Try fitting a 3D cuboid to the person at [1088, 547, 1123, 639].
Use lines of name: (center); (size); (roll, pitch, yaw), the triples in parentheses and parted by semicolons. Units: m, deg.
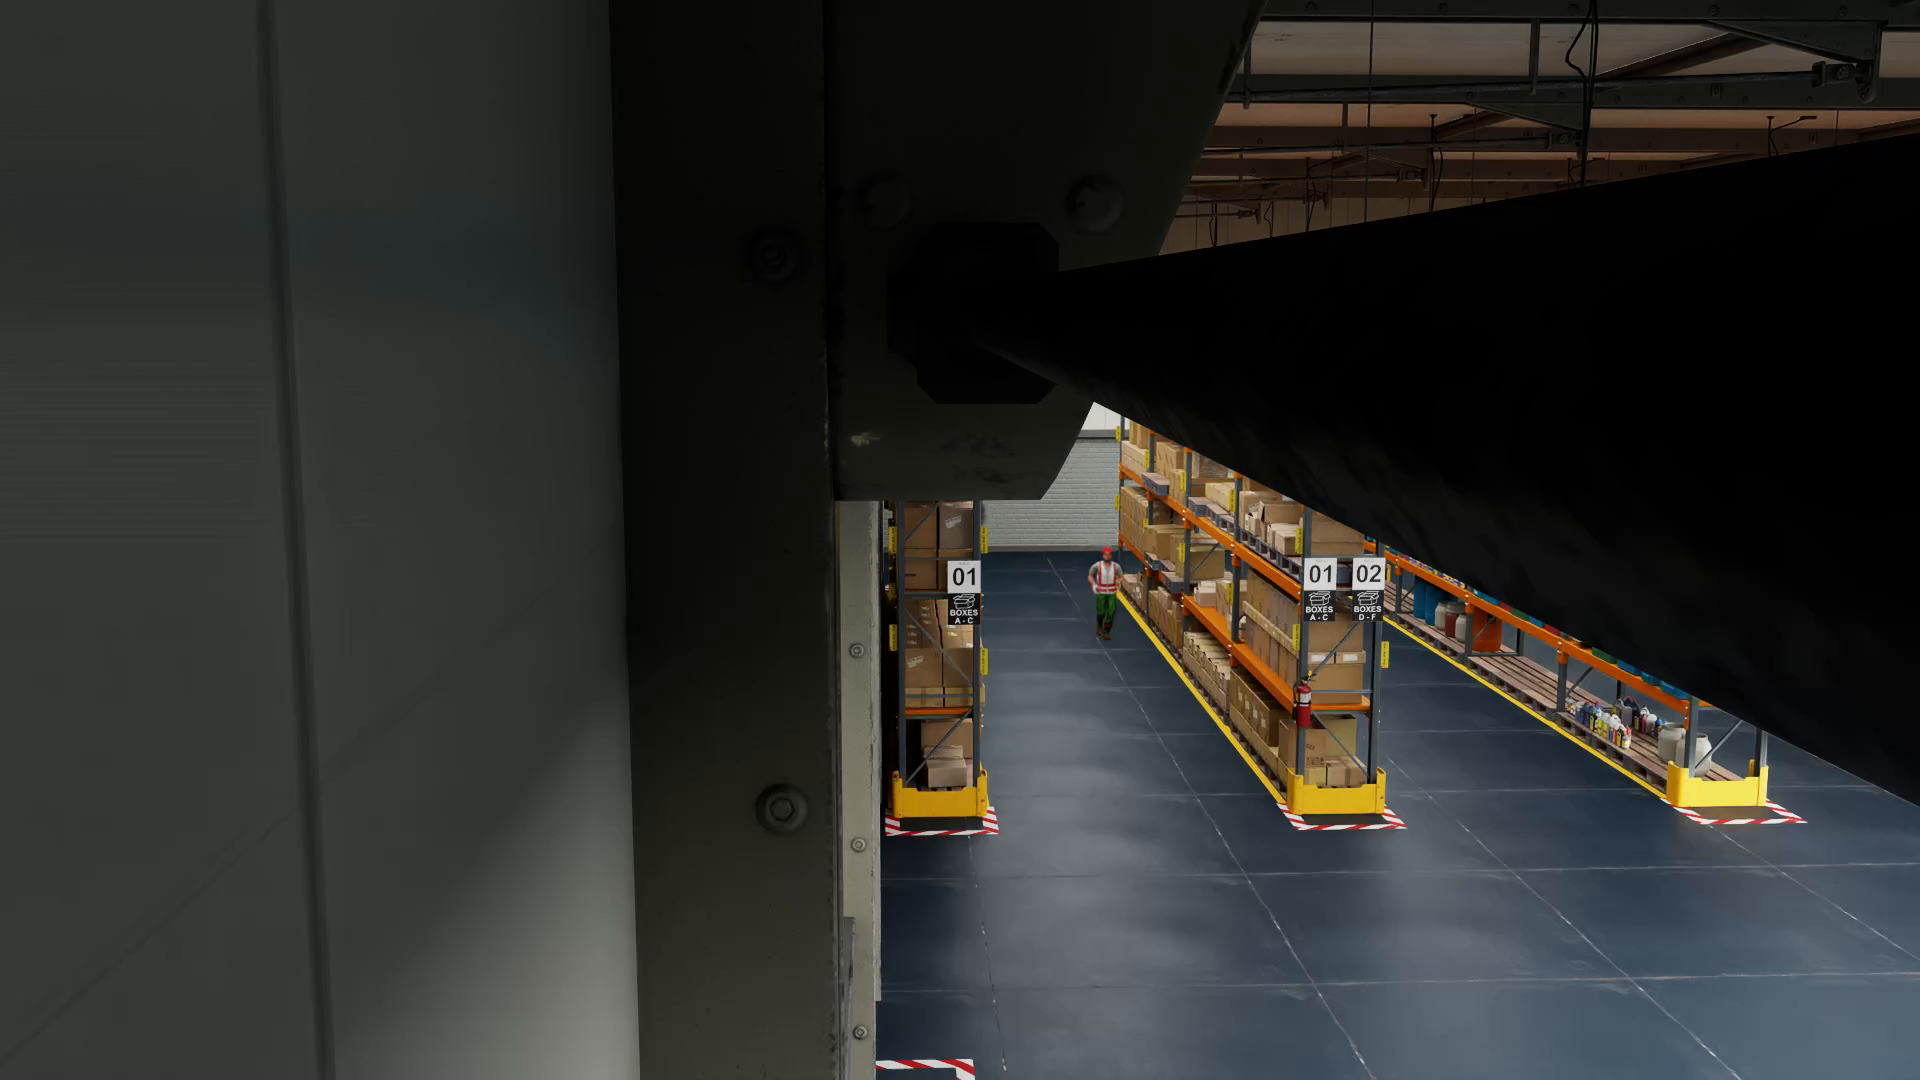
person: (2.740, 1.002, 31.057); (0.647, 1.743, 0.601); (-1, 8, -4)
